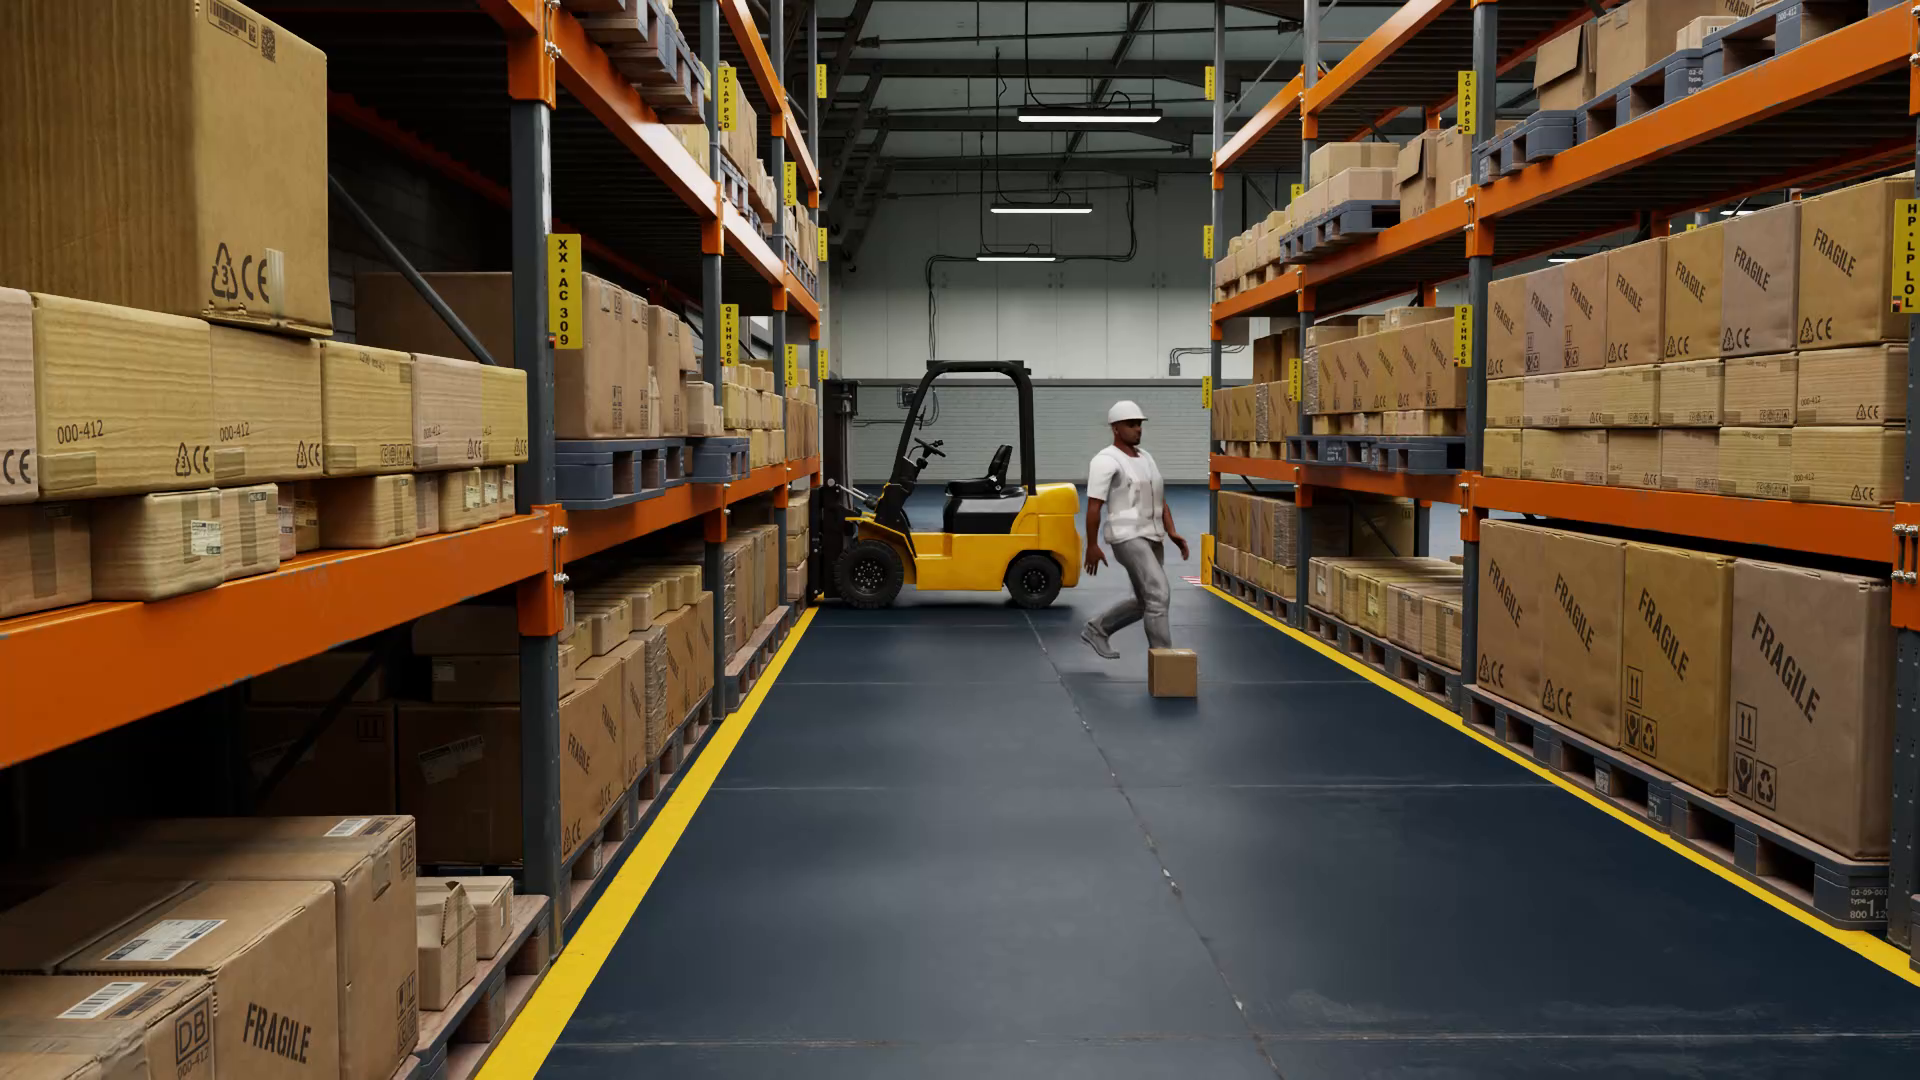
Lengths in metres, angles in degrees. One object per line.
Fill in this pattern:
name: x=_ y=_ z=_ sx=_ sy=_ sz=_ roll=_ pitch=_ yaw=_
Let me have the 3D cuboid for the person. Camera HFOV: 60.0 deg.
person: x=1.112 y=-0.001 z=10.308 sx=0.993 sy=1.719 sz=0.571 roll=3 pitch=5 yaw=37
